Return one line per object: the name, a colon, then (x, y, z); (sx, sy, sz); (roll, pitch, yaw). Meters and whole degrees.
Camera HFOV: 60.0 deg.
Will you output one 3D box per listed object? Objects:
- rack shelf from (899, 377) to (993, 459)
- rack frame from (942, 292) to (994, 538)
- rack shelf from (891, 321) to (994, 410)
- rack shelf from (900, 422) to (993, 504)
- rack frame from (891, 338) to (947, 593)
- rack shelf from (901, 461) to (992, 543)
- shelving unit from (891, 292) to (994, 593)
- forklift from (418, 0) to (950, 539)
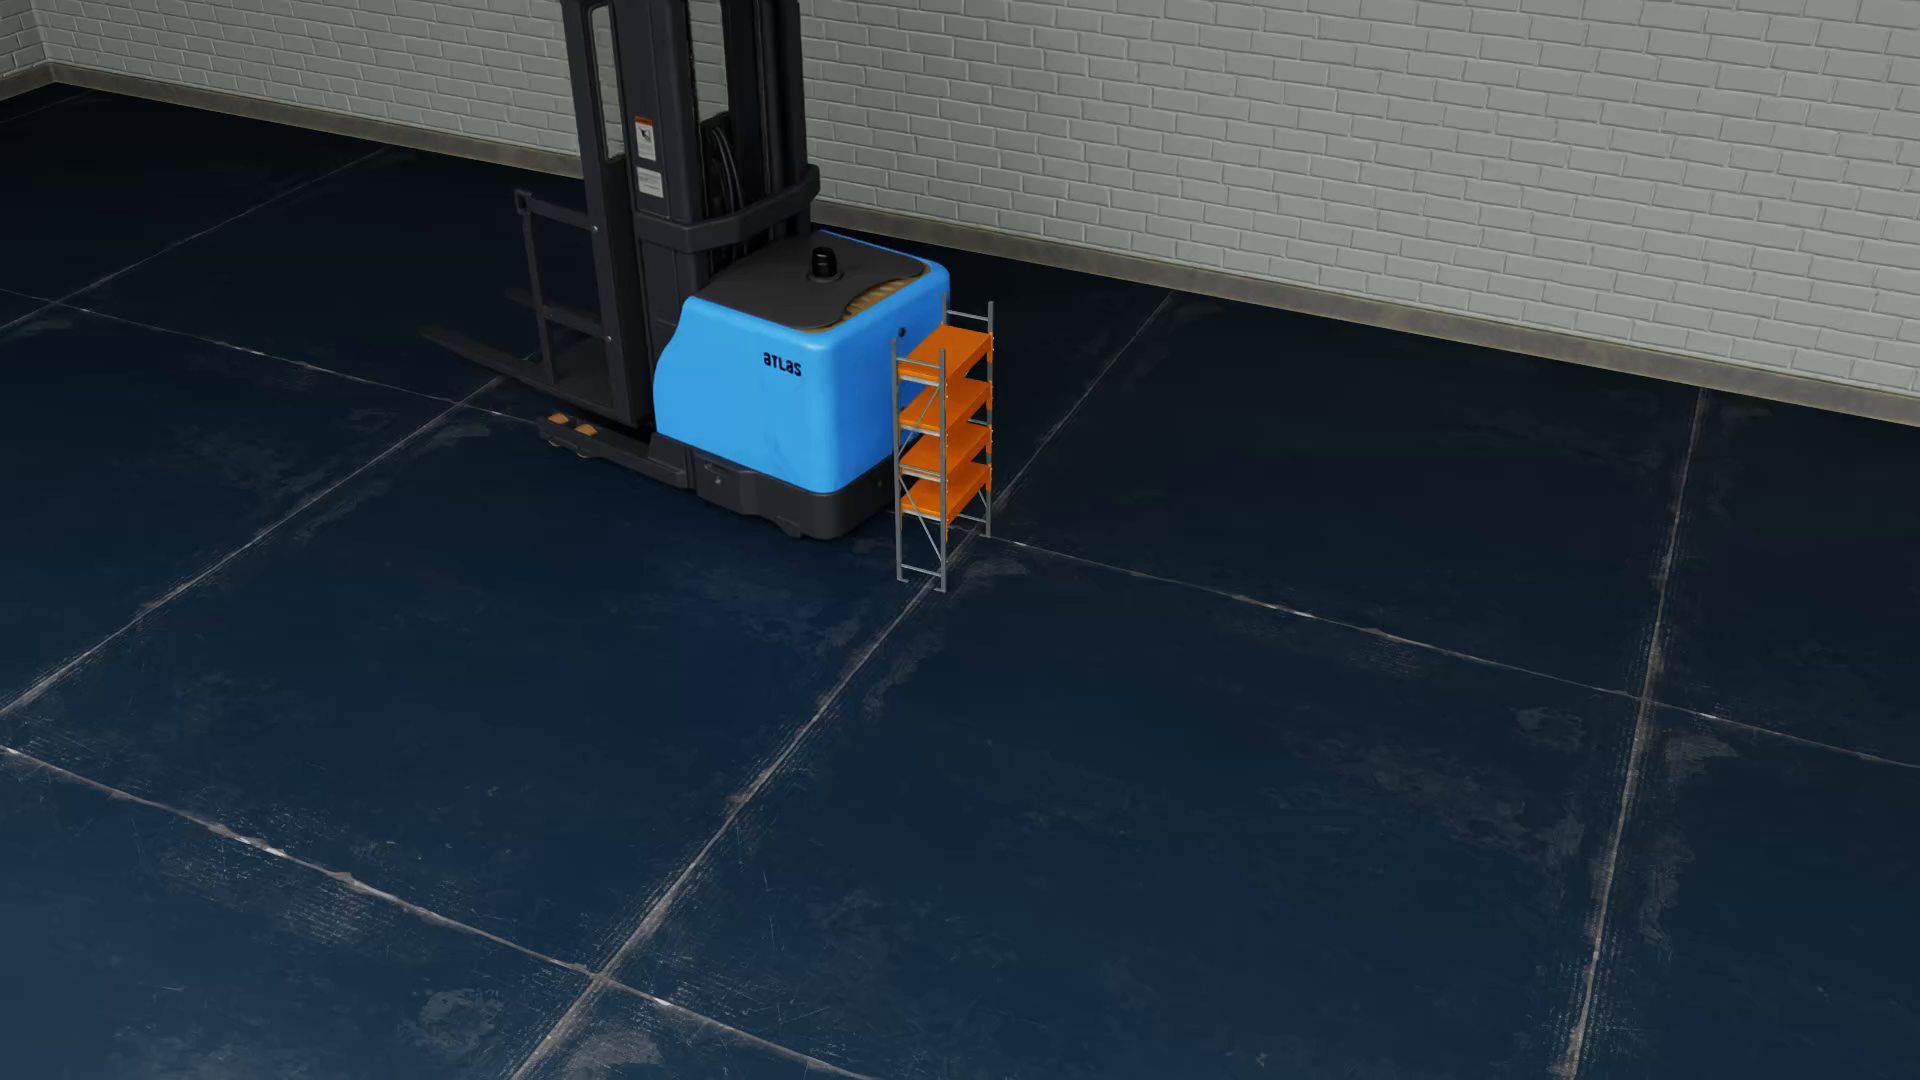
rack shelf: (-0.069, -0.550, 7.210); (0.258, 0.148, 0.480); (14, 36, 20)
rack frame: (0.033, -0.541, 7.481); (0.240, 1.200, 0.015); (14, 36, 20)
rack shelf: (-0.069, -0.748, 7.080); (0.258, 0.148, 0.480); (14, 36, 20)
rack shelf: (-0.069, -0.363, 7.332); (0.258, 0.148, 0.480); (14, 36, 20)
rack frame: (-0.171, -0.298, 7.110); (0.240, 1.200, 0.015); (14, 36, 20)
rack shelf: (-0.069, -0.197, 7.441); (0.258, 0.148, 0.480); (14, 36, 20)
shelving unit: (-0.069, -0.419, 7.295); (0.258, 1.200, 0.503); (14, 36, 20)
forklift: (-1.532, -1.855, 7.907); (3.031, 2.935, 1.130); (21, 39, 29)
